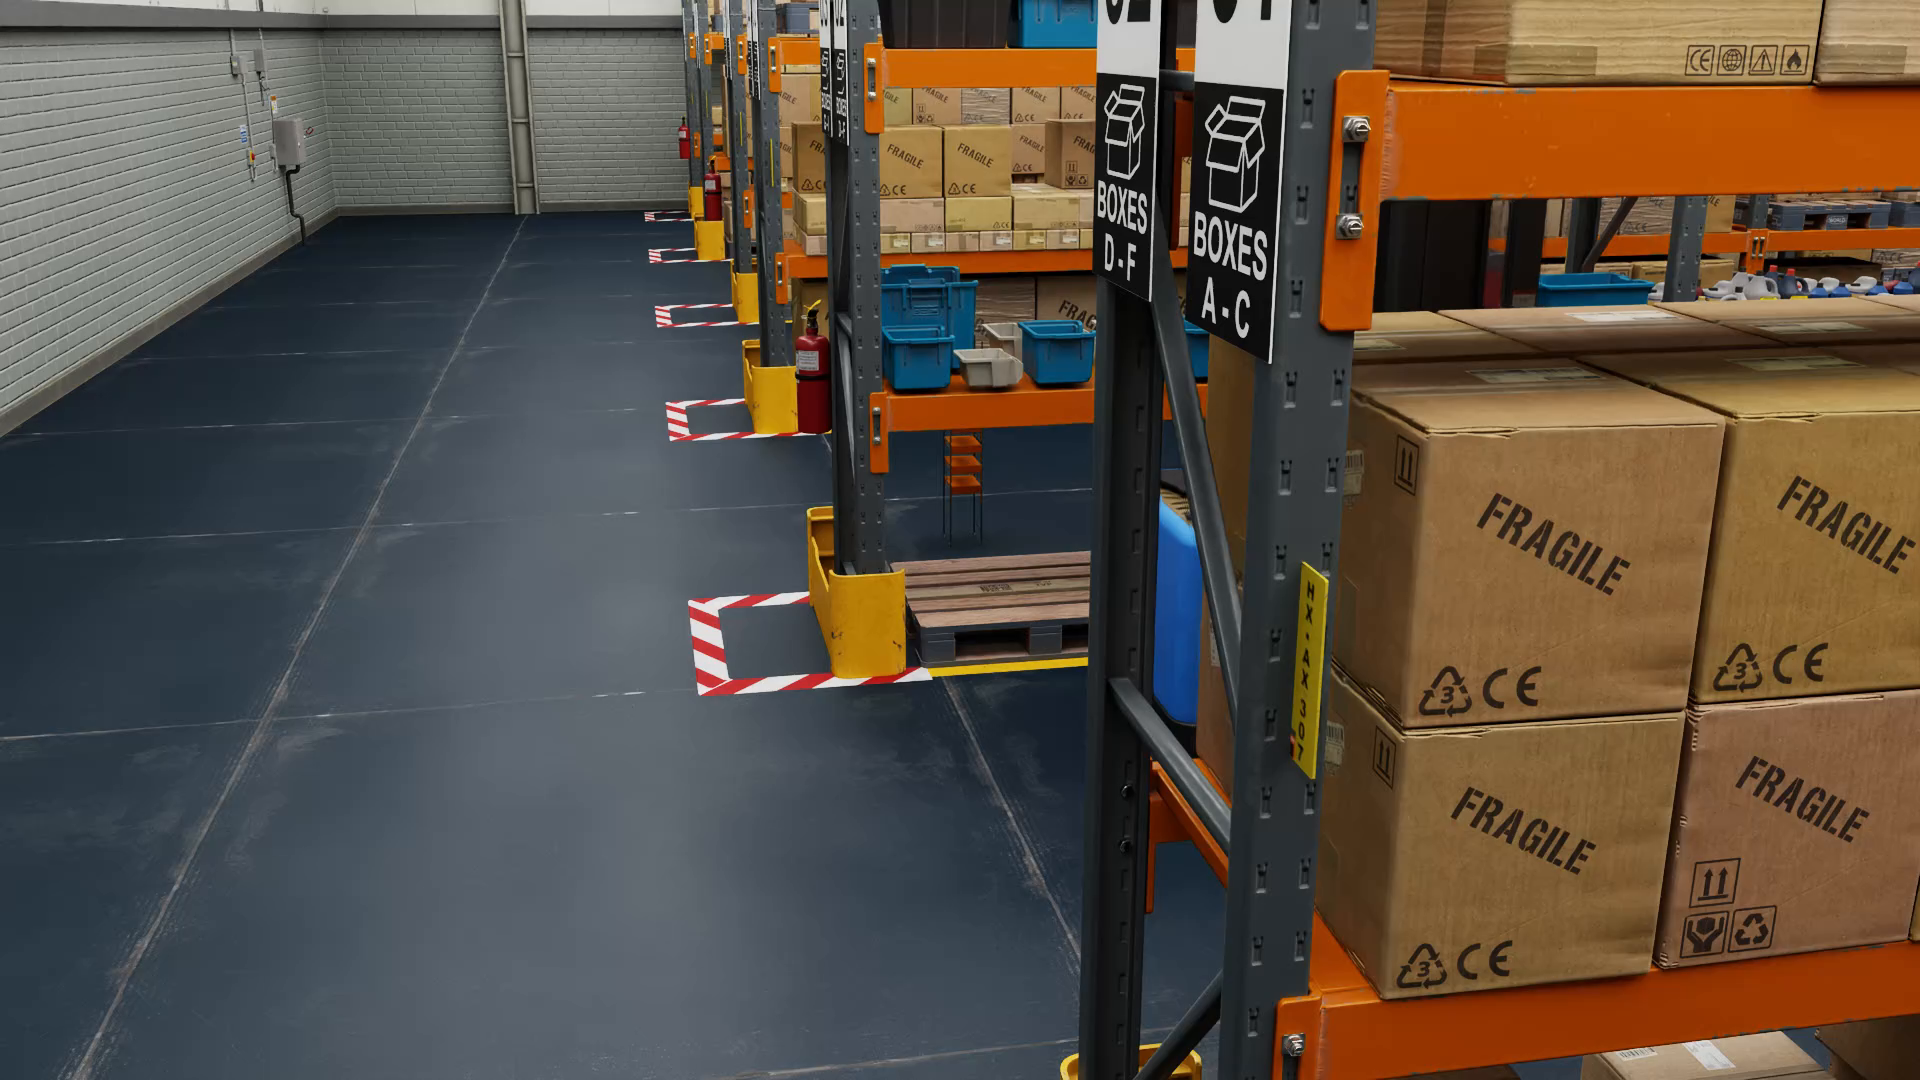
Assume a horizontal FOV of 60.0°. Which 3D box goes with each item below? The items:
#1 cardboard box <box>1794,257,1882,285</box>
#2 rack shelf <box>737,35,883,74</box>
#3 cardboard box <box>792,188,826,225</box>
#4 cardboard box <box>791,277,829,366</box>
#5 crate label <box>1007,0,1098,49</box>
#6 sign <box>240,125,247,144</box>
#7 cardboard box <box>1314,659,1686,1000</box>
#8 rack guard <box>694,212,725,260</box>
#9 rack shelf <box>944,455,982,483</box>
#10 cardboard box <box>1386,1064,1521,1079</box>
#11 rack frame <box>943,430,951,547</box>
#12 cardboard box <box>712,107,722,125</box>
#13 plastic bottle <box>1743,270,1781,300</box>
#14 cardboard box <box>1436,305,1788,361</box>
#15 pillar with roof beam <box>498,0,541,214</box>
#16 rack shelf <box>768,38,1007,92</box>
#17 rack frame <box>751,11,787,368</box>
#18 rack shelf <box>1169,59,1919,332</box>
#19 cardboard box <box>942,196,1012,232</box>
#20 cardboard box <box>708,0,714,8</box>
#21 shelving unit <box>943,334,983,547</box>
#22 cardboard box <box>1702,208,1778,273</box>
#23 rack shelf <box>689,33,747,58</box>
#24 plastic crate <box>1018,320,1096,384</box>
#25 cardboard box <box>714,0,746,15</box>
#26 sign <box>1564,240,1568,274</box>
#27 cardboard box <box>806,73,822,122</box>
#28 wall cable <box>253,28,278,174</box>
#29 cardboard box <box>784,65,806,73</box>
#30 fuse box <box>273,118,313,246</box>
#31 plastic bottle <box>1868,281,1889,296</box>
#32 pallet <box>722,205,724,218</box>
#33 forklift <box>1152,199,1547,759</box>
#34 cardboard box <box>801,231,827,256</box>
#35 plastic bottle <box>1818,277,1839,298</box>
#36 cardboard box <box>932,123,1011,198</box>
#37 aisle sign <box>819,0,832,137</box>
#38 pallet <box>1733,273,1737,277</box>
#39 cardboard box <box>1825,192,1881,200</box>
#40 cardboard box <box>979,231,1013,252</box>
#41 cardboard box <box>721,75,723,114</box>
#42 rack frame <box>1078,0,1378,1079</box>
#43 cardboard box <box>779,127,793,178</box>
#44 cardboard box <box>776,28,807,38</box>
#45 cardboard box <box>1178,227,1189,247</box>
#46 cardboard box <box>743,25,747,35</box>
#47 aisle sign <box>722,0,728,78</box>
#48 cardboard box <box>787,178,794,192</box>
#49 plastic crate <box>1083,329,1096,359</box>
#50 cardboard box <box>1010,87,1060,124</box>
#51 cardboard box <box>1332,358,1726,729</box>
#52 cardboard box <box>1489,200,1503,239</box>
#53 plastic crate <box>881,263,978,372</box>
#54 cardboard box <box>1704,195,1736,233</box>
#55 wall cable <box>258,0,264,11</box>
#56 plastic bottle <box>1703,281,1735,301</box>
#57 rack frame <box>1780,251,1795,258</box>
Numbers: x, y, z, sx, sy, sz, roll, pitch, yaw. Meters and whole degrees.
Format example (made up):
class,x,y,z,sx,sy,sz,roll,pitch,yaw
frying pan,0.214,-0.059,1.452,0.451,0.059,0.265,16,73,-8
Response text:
class,x,y,z,sx,sy,sz,roll,pitch,yaw
cardboard box,7.584,-2.295,14.405,0.500,0.250,0.500,-1,17,-4
rack shelf,-0.319,-5.034,17.208,4.000,0.370,1.077,-3,17,-10
cardboard box,-1.016,-2.571,12.821,0.500,0.250,0.500,-4,17,-11
cardboard box,-0.828,-1.641,12.948,0.875,0.875,0.875,-3,17,-10
crate label,0.466,-2.290,7.303,0.502,0.251,0.408,-3,17,-10
sign,-8.904,-5.045,20.667,0.001,0.218,0.327,-3,17,-10
cardboard box,0.920,0.463,3.026,0.500,0.500,0.500,-3,17,-9
rack guard,-3.345,-4.057,22.170,0.348,0.500,1.175,-3,17,-10
rack shelf,0.014,-0.417,9.687,0.180,0.103,0.258,-3,17,-10
cardboard box,0.921,1.343,3.840,0.500,0.500,0.500,-3,17,-10
rack frame,-0.076,-0.569,9.622,0.006,1.200,0.240,-3,17,-10
cardboard box,-3.770,-6.702,26.273,0.500,0.250,0.500,-3,17,-10
plastic bottle,4.293,-1.272,8.929,0.185,0.351,0.144,-3,17,-10
cardboard box,1.315,-0.199,3.477,0.500,0.500,0.500,-3,17,-9
pillar with roof beam,-6.268,-8.421,21.901,0.400,9.000,9.100,-3,17,-10
rack shelf,0.522,-3.598,12.534,4.000,0.370,1.077,-3,17,-10
rack frame,-1.441,-2.397,12.506,0.127,3.000,1.000,-3,17,-10
rack shelf,2.398,-0.742,3.236,4.000,0.370,1.077,-3,17,-10
cardboard box,0.084,-2.474,12.506,0.500,0.250,0.500,-4,17,-12
cardboard box,-3.783,-8.380,25.775,0.500,0.250,0.500,-3,17,-11
shelving unit,0.014,-0.574,9.638,0.189,1.200,0.258,-3,17,-10
cardboard box,8.907,-3.565,19.428,0.750,0.750,1.050,-3,17,-11
rack shelf,-2.303,-7.886,26.493,4.000,0.370,1.077,-3,17,-10
plastic crate,0.450,-0.873,7.728,0.300,0.233,0.416,-3,17,-10
cardboard box,-2.896,-6.915,21.479,0.500,0.250,0.500,-5,18,-16
sign,3.323,-1.483,9.059,0.005,0.325,0.100,-3,17,-10
cardboard box,-1.298,-4.479,16.904,0.500,0.500,0.500,-3,17,-9
wall cable,-9.134,-5.827,21.943,0.122,1.984,0.588,-3,17,-10
cardboard box,-2.144,-6.066,21.474,0.250,0.149,0.380,-4,17,-12
fuse box,-9.108,-4.931,22.950,0.414,1.711,0.539,-3,17,-10
plastic bottle,5.007,-1.279,9.087,0.097,0.271,0.097,0,17,0
pallet,-3.409,-5.400,27.034,1.213,0.211,1.003,-3,17,-10
forklift,2.231,-0.610,6.807,3.031,2.935,1.130,-3,17,-10
cardboard box,-1.030,-2.201,12.298,0.250,0.149,0.380,-3,17,-10
plastic bottle,4.737,-1.303,9.158,0.135,0.276,0.152,-3,17,-10
cardboard box,0.080,-2.833,12.398,0.500,0.500,0.500,-4,17,-12
aisle sign,-0.628,-2.292,7.738,0.004,0.787,0.394,-3,17,-10
pallet,8.756,-3.103,19.555,1.213,0.211,1.003,-3,17,-10
cardboard box,7.465,-3.192,14.211,0.500,0.500,0.700,-1,17,-2
cardboard box,0.232,-2.274,12.533,0.250,0.149,0.380,-3,17,-11
cardboard box,-2.893,-5.875,21.957,0.500,0.500,0.500,-3,17,-9
rack frame,0.435,0.460,3.205,0.053,2.616,0.949,-3,17,-10
cardboard box,-1.790,-3.968,16.944,0.500,0.500,0.500,-2,17,-8
cardboard box,-1.794,-5.146,16.603,0.500,0.250,0.500,-3,17,-8
cardboard box,1.744,-2.359,12.812,0.250,0.149,0.380,-4,17,-11
cardboard box,-3.402,-7.980,26.004,0.250,0.149,0.380,-3,17,-10
aisle sign,-2.412,-5.157,17.066,0.004,0.787,0.394,-3,17,-10
cardboard box,-1.661,-3.662,17.053,0.250,0.149,0.380,-3,17,-8
plastic crate,0.552,-0.981,8.244,0.243,0.136,0.396,-3,17,-10
cardboard box,0.728,-4.588,17.262,0.500,0.500,0.500,-4,17,-12
cardboard box,0.920,-0.015,2.879,0.500,0.500,0.500,-3,17,-9
cardboard box,3.970,-2.677,13.248,0.500,0.500,0.500,-4,17,-12
plastic crate,-0.208,-1.087,8.080,0.499,0.435,0.616,-3,17,-10
cardboard box,5.976,-2.791,13.620,0.500,0.500,0.500,-3,17,-9
wall cable,-9.484,-8.763,22.953,0.133,3.039,2.988,-3,17,-10
plastic bottle,4.110,-1.268,9.042,0.135,0.276,0.152,-3,17,-10
rack frame,9.499,-4.501,19.356,0.127,3.000,1.000,-3,17,-10
